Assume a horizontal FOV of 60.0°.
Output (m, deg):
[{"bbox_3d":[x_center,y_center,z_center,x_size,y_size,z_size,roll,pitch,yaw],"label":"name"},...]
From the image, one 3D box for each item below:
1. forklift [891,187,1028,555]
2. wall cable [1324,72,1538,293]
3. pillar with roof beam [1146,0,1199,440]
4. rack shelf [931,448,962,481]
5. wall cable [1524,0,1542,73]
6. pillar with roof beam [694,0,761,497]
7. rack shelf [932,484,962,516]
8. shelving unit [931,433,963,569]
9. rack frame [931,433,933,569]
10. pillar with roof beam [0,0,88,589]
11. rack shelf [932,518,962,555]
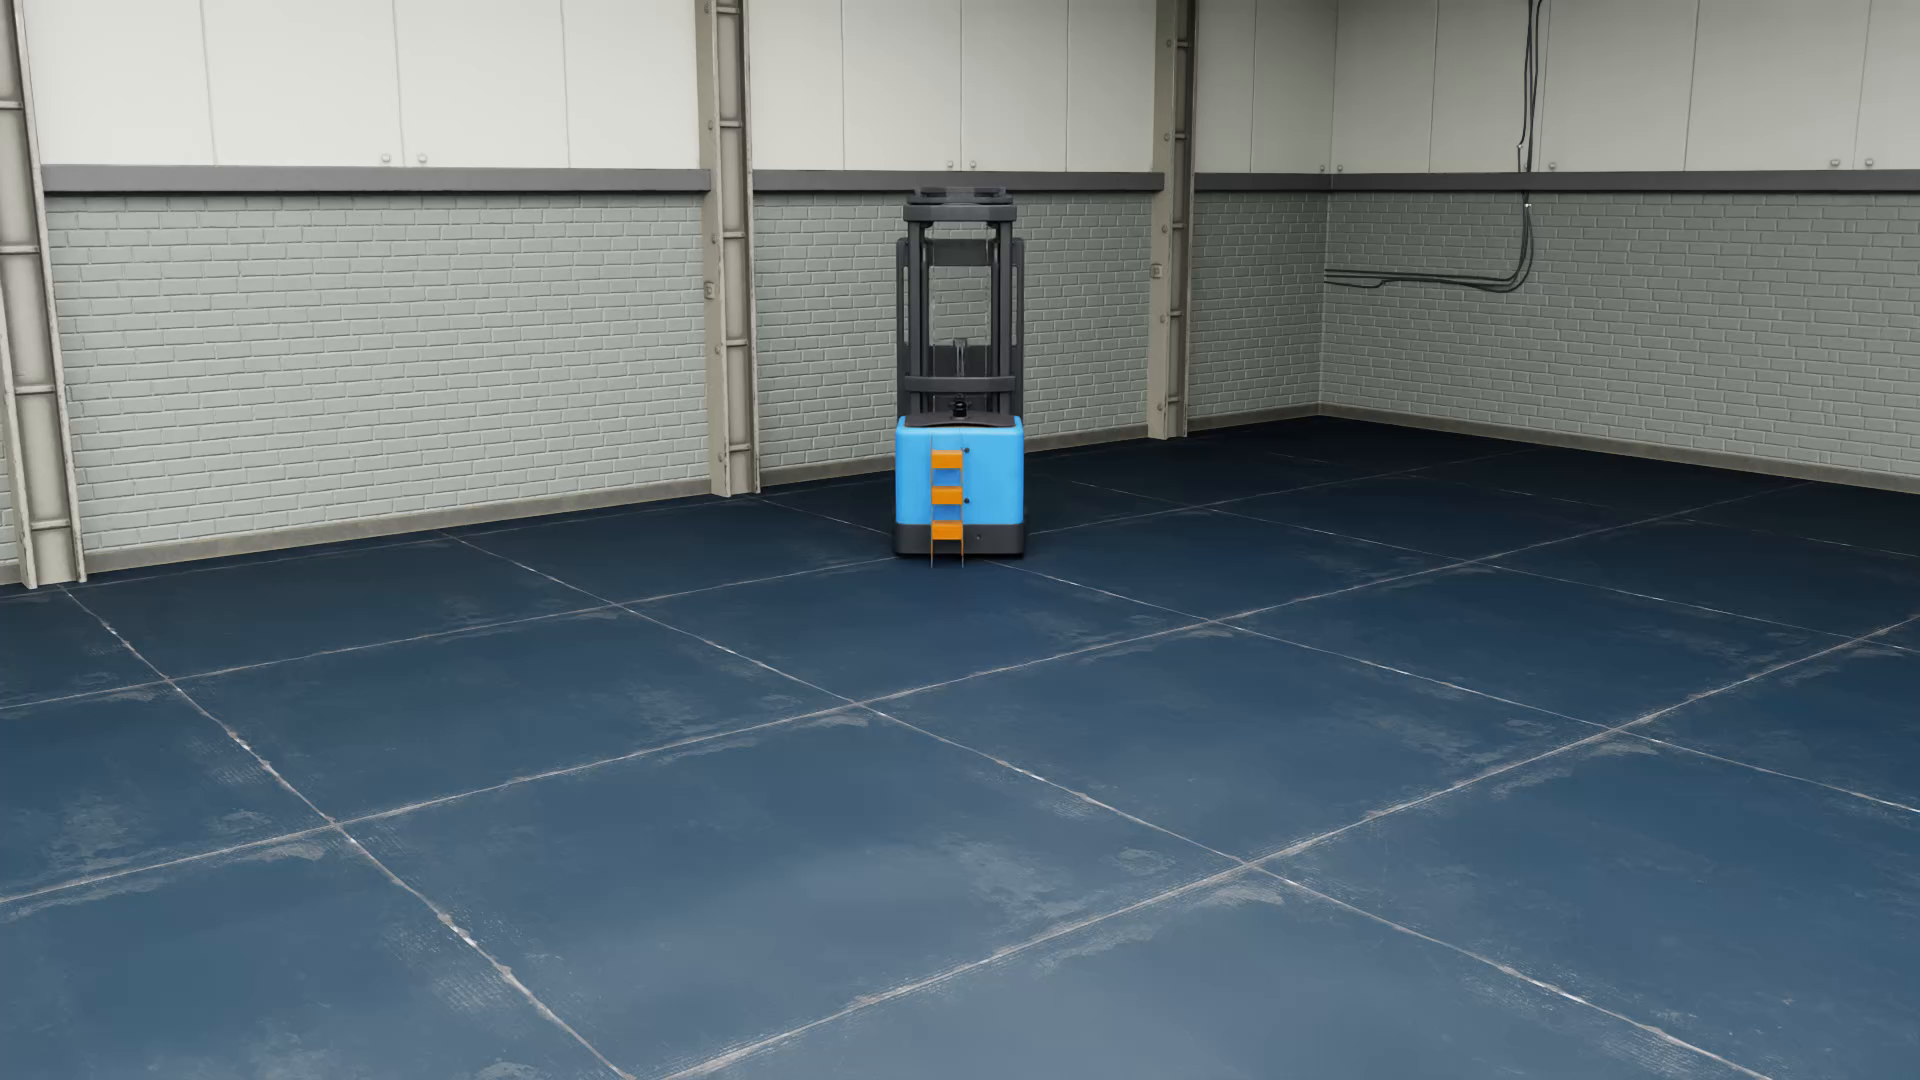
[{"bbox_3d":[0.003,-1.568,14.457,1.130,2.935,3.031,0,12,0],"label":"forklift"},{"bbox_3d":[5.609,-4.293,20.157,0.112,2.526,3.097,-9,15,-38],"label":"wall cable"},{"bbox_3d":[5.171,-4.946,15.756,0.400,9.000,9.100,-9,15,-38],"label":"pillar with roof beam"},{"bbox_3d":[-0.100,-0.575,12.994,0.240,0.259,0.215,0,12,0],"label":"rack shelf"},{"bbox_3d":[7.299,-6.325,17.566,0.112,2.526,3.097,-9,15,-38],"label":"wall cable"},{"bbox_3d":[0.486,-4.167,12.090,0.400,9.000,9.100,-9,15,-38],"label":"pillar with roof beam"},{"bbox_3d":[-0.100,-0.297,13.053,0.240,0.259,0.215,0,12,0],"label":"rack shelf"},{"bbox_3d":[-0.100,-0.308,13.051,0.252,1.050,0.215,0,12,0],"label":"shelving unit"},{"bbox_3d":[-0.222,-0.308,13.051,0.008,1.050,0.200,0,12,0],"label":"rack frame"},{"bbox_3d":[-4.199,-3.389,8.423,0.400,9.000,9.100,-9,15,-38],"label":"pillar with roof beam"},{"bbox_3d":[-0.100,-0.026,13.111,0.240,0.259,0.215,0,12,0],"label":"rack shelf"}]
